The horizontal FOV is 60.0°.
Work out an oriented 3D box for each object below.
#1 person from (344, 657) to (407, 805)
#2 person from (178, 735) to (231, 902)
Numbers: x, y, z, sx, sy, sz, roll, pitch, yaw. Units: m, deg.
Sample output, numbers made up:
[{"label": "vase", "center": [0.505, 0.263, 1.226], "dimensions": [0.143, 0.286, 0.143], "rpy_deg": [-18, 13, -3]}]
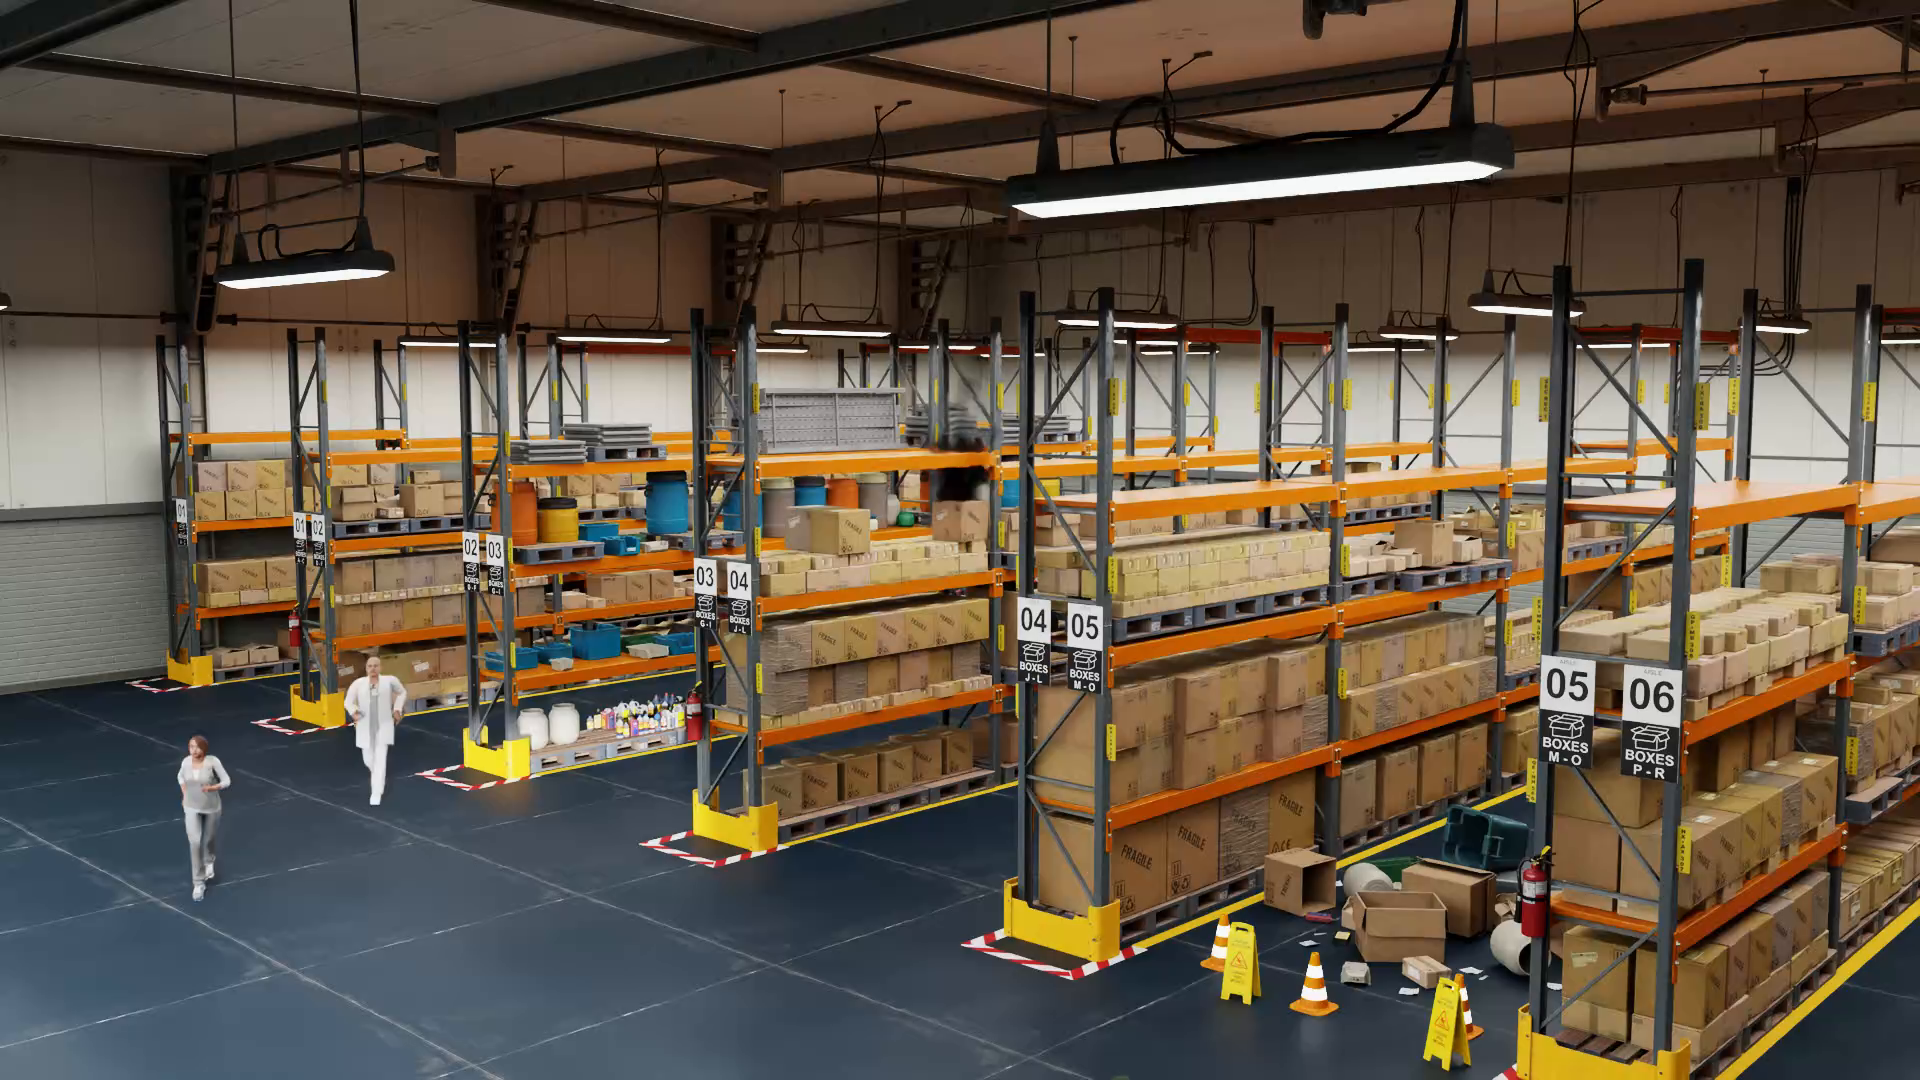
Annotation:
[{"label": "person", "center": [-7.292, 2.375, 20.762], "dimensions": [0.726, 1.678, 0.992], "rpy_deg": [-1, 5, -12]}, {"label": "person", "center": [-7.701, 2.778, 16.962], "dimensions": [0.519, 1.629, 0.792], "rpy_deg": [-2, 6, -18]}]
